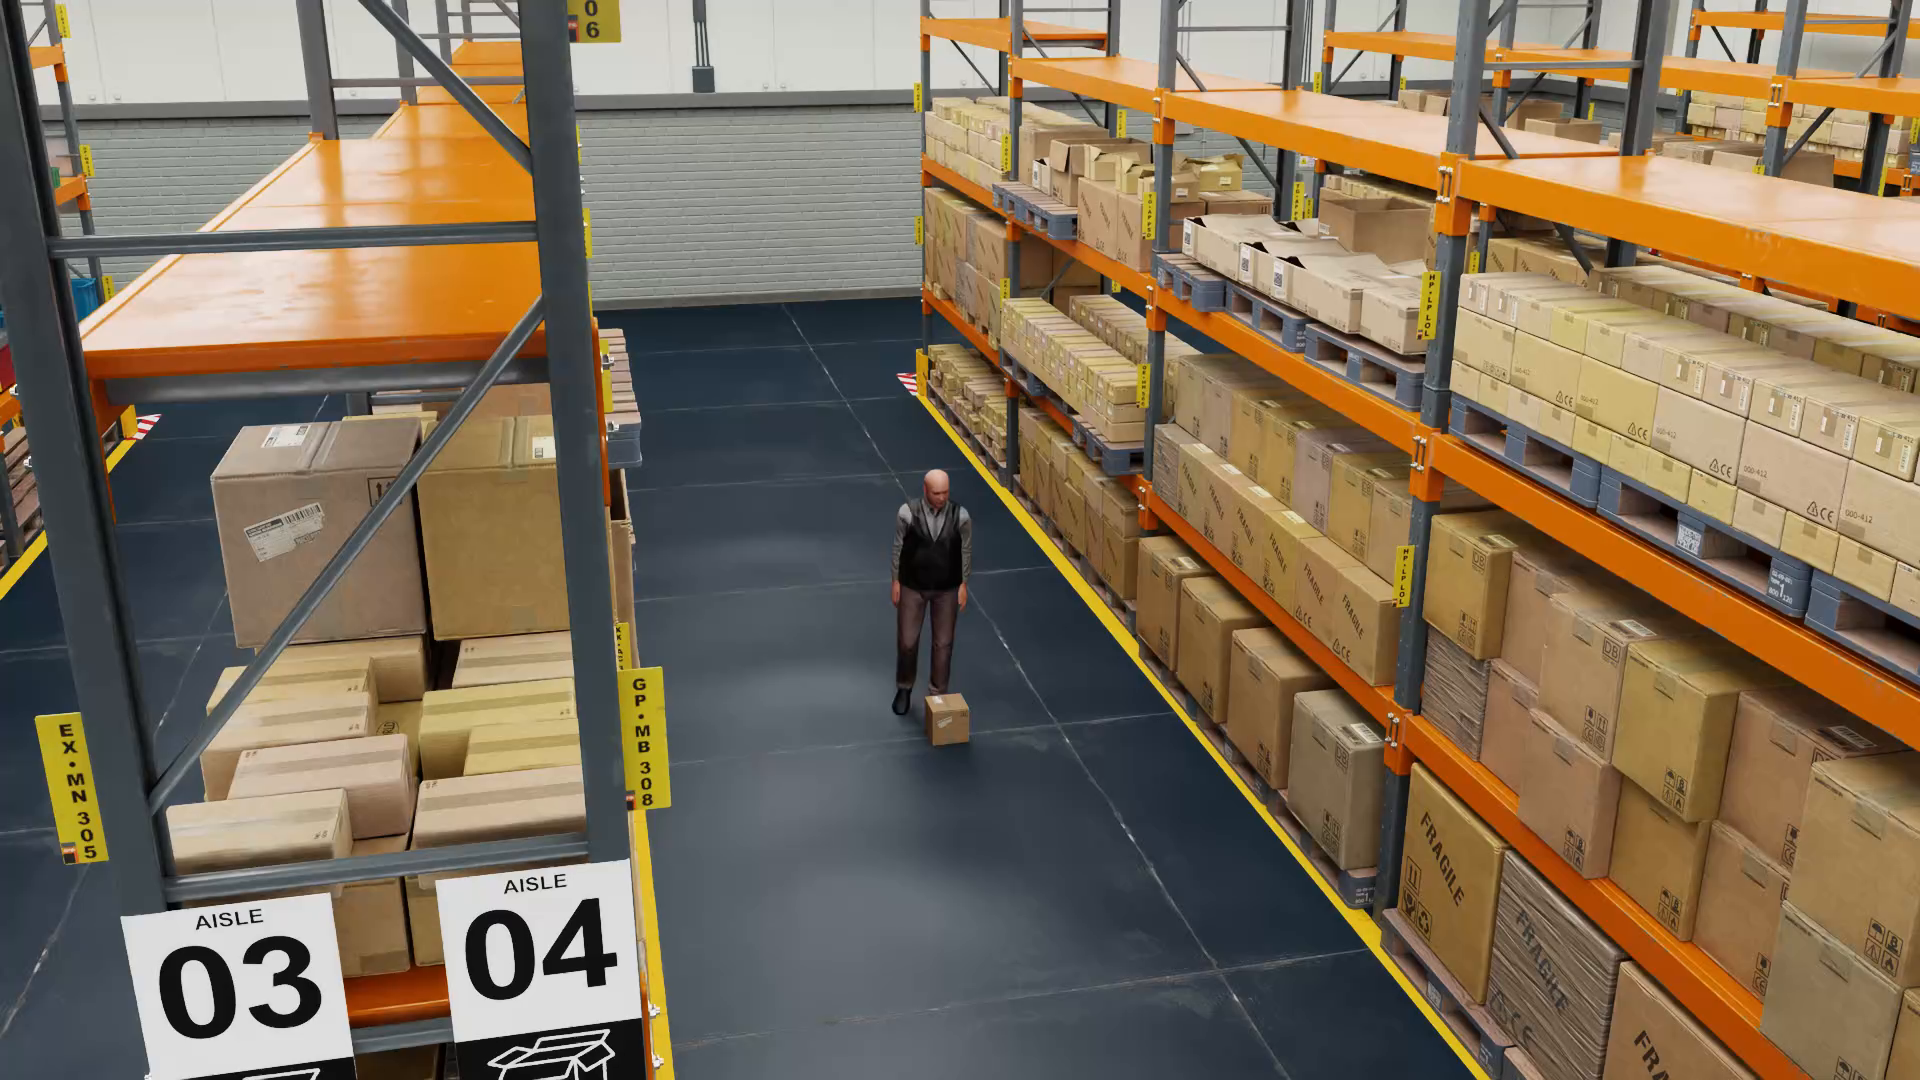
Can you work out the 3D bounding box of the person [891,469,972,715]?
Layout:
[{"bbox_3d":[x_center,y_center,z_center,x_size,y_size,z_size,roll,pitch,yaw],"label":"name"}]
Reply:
[{"bbox_3d":[-0.188,0.377,11.348,0.573,1.751,0.491,-3,20,-7],"label":"person"}]
